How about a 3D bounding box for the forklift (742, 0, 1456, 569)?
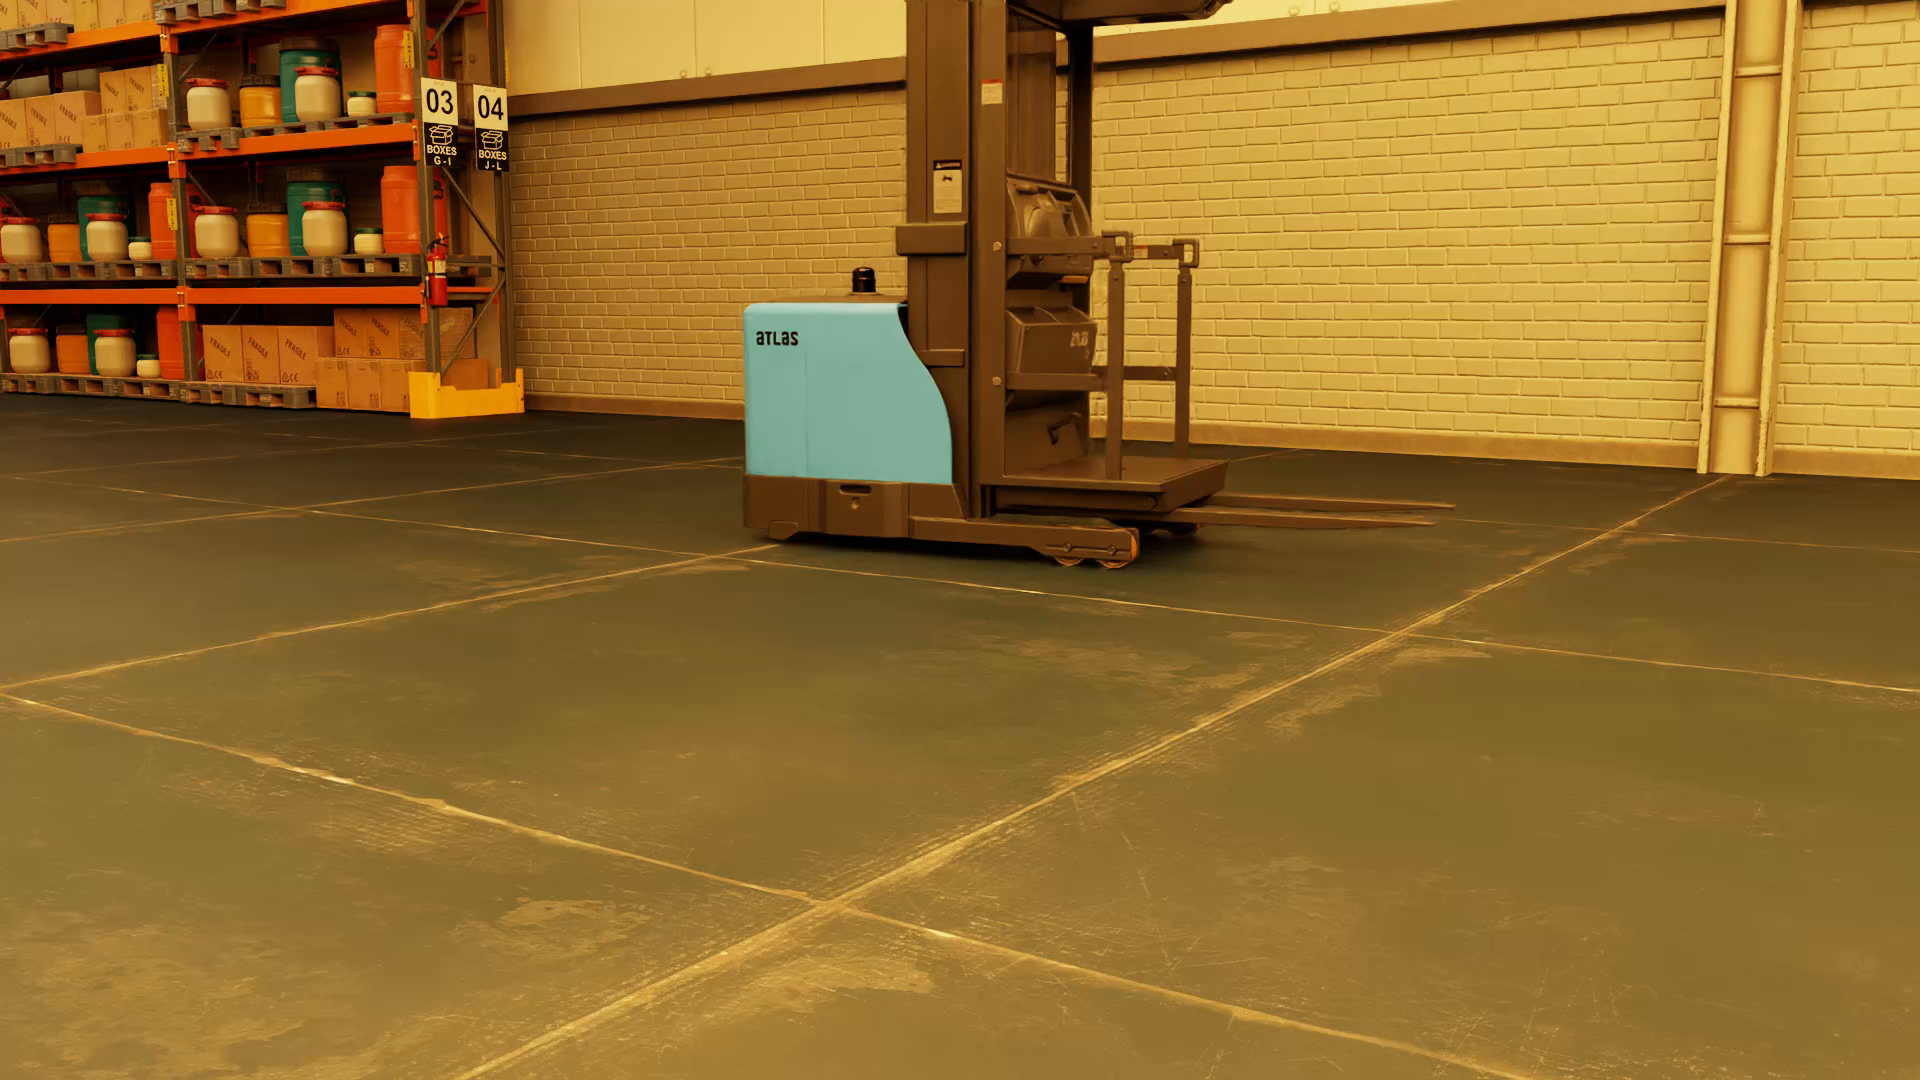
[{"bbox_3d":[0.580,-1.418,7.168,3.031,2.935,1.130,4,9,23],"label":"forklift"}]
